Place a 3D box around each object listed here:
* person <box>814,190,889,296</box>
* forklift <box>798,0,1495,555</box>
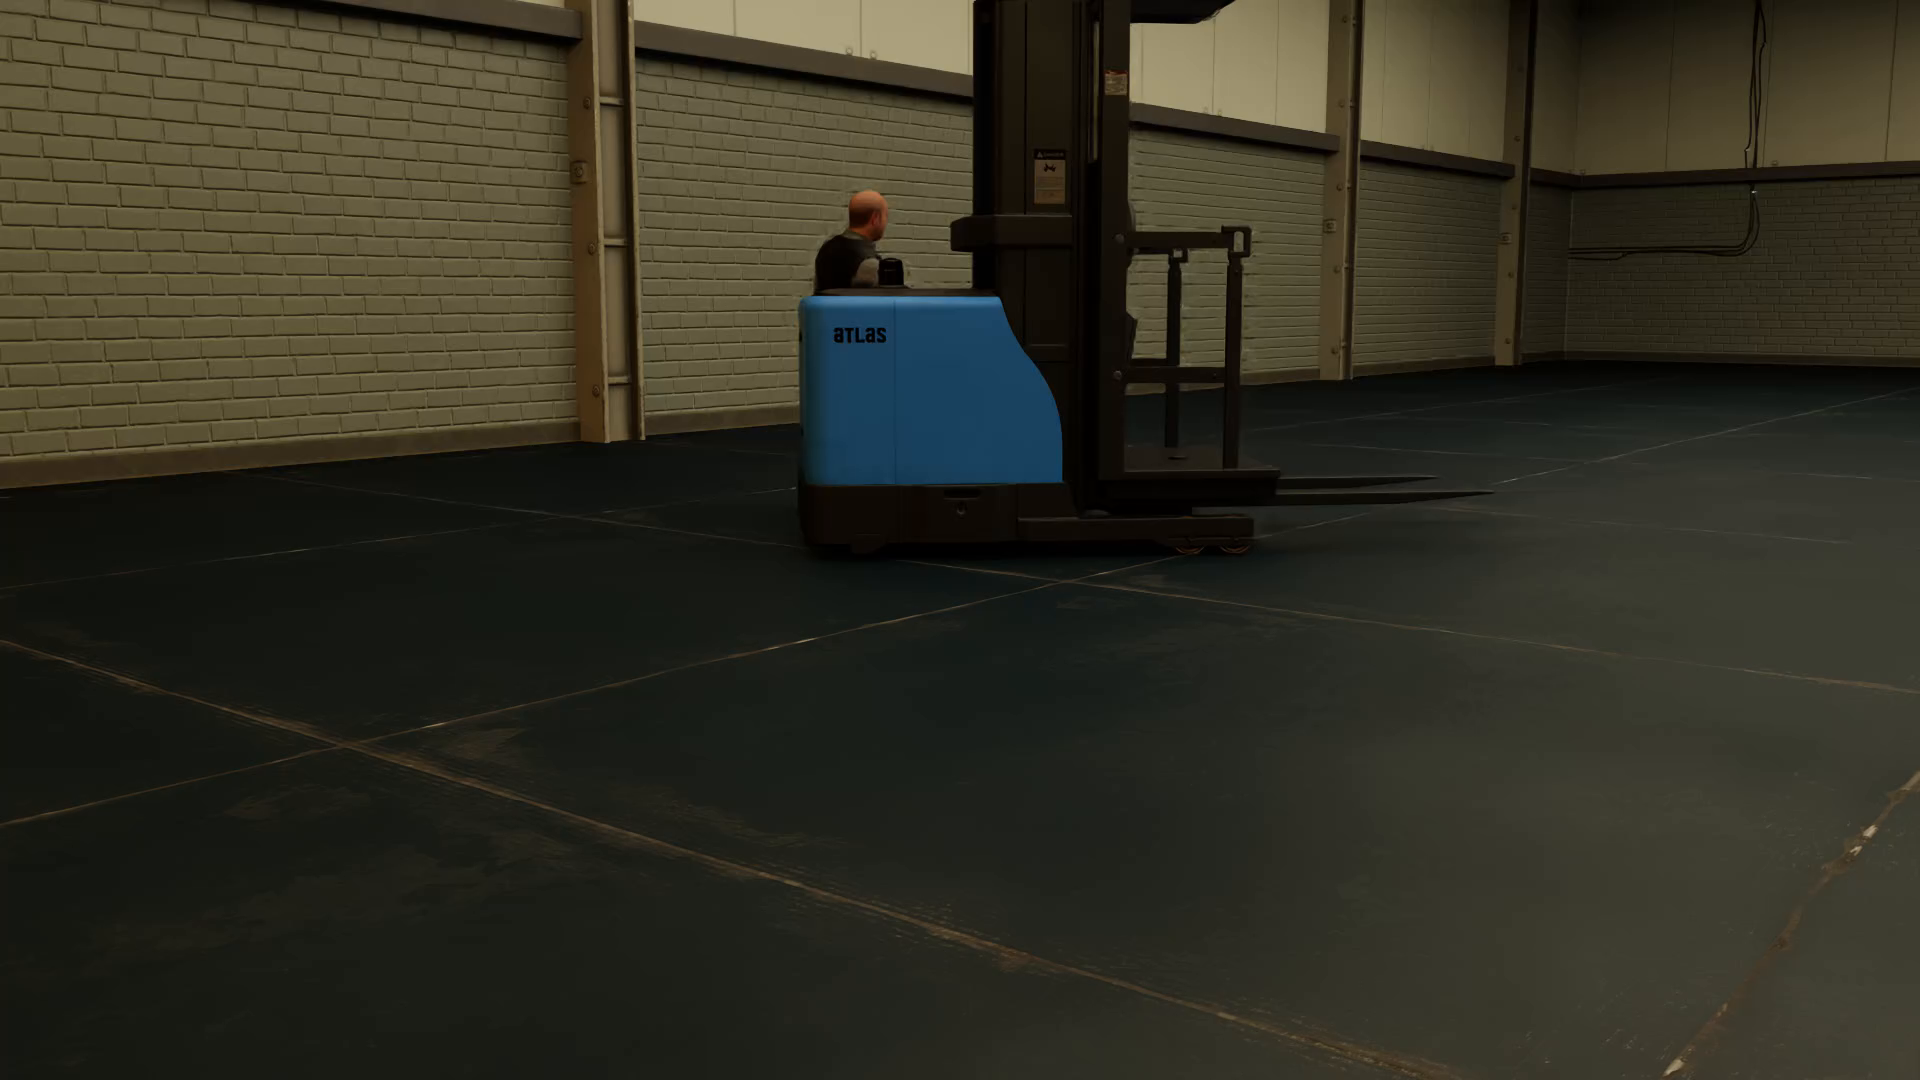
[{"bbox_3d":[-0.390,-0.933,8.303,0.649,1.586,0.759,-5,10,-31],"label":"person"},{"bbox_3d":[0.809,-1.461,7.269,3.031,2.935,1.130,-1,8,-7],"label":"forklift"}]
